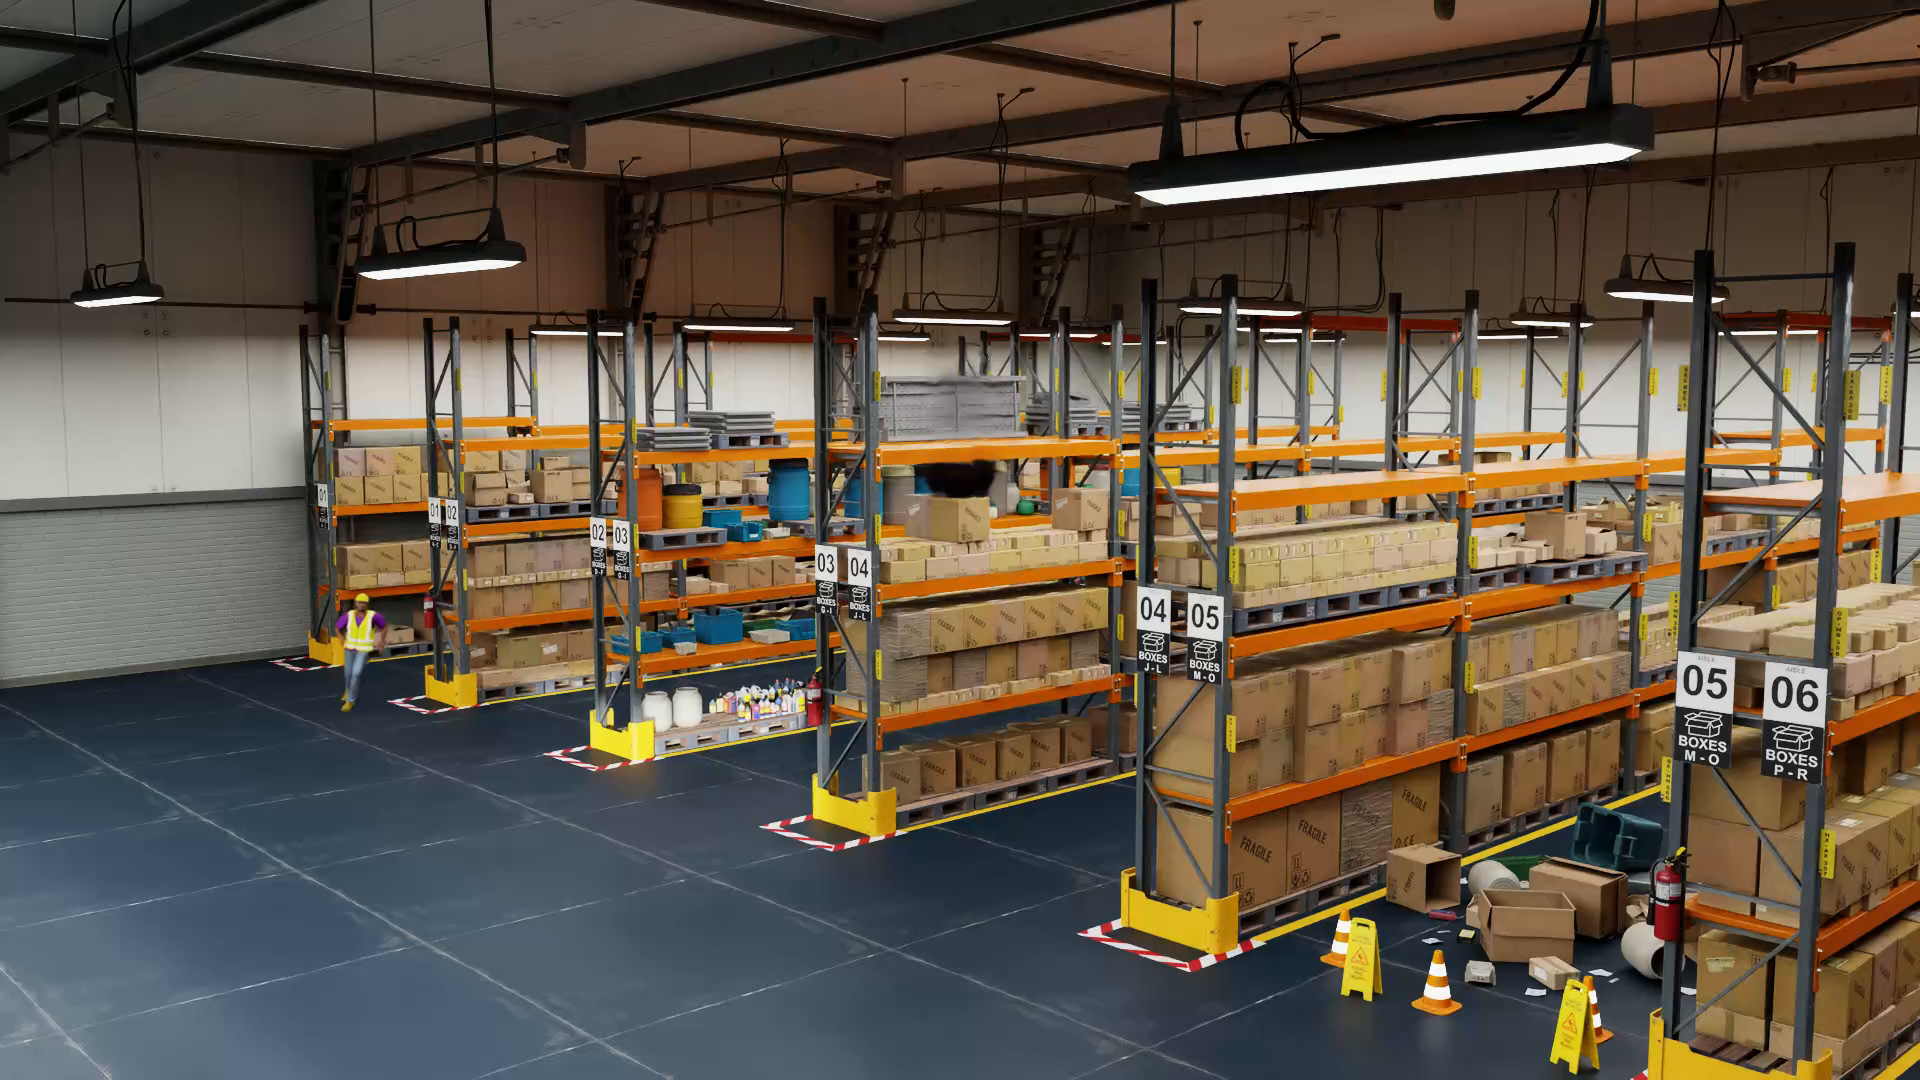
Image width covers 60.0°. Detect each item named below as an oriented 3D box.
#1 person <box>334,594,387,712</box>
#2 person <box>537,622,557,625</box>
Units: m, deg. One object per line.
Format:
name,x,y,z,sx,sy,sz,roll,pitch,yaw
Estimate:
person,-9.267,1.698,25.618,0.758,1.754,0.953,0,6,-5
person,-7.197,1.341,29.369,0.880,1.765,0.711,-5,8,-43
